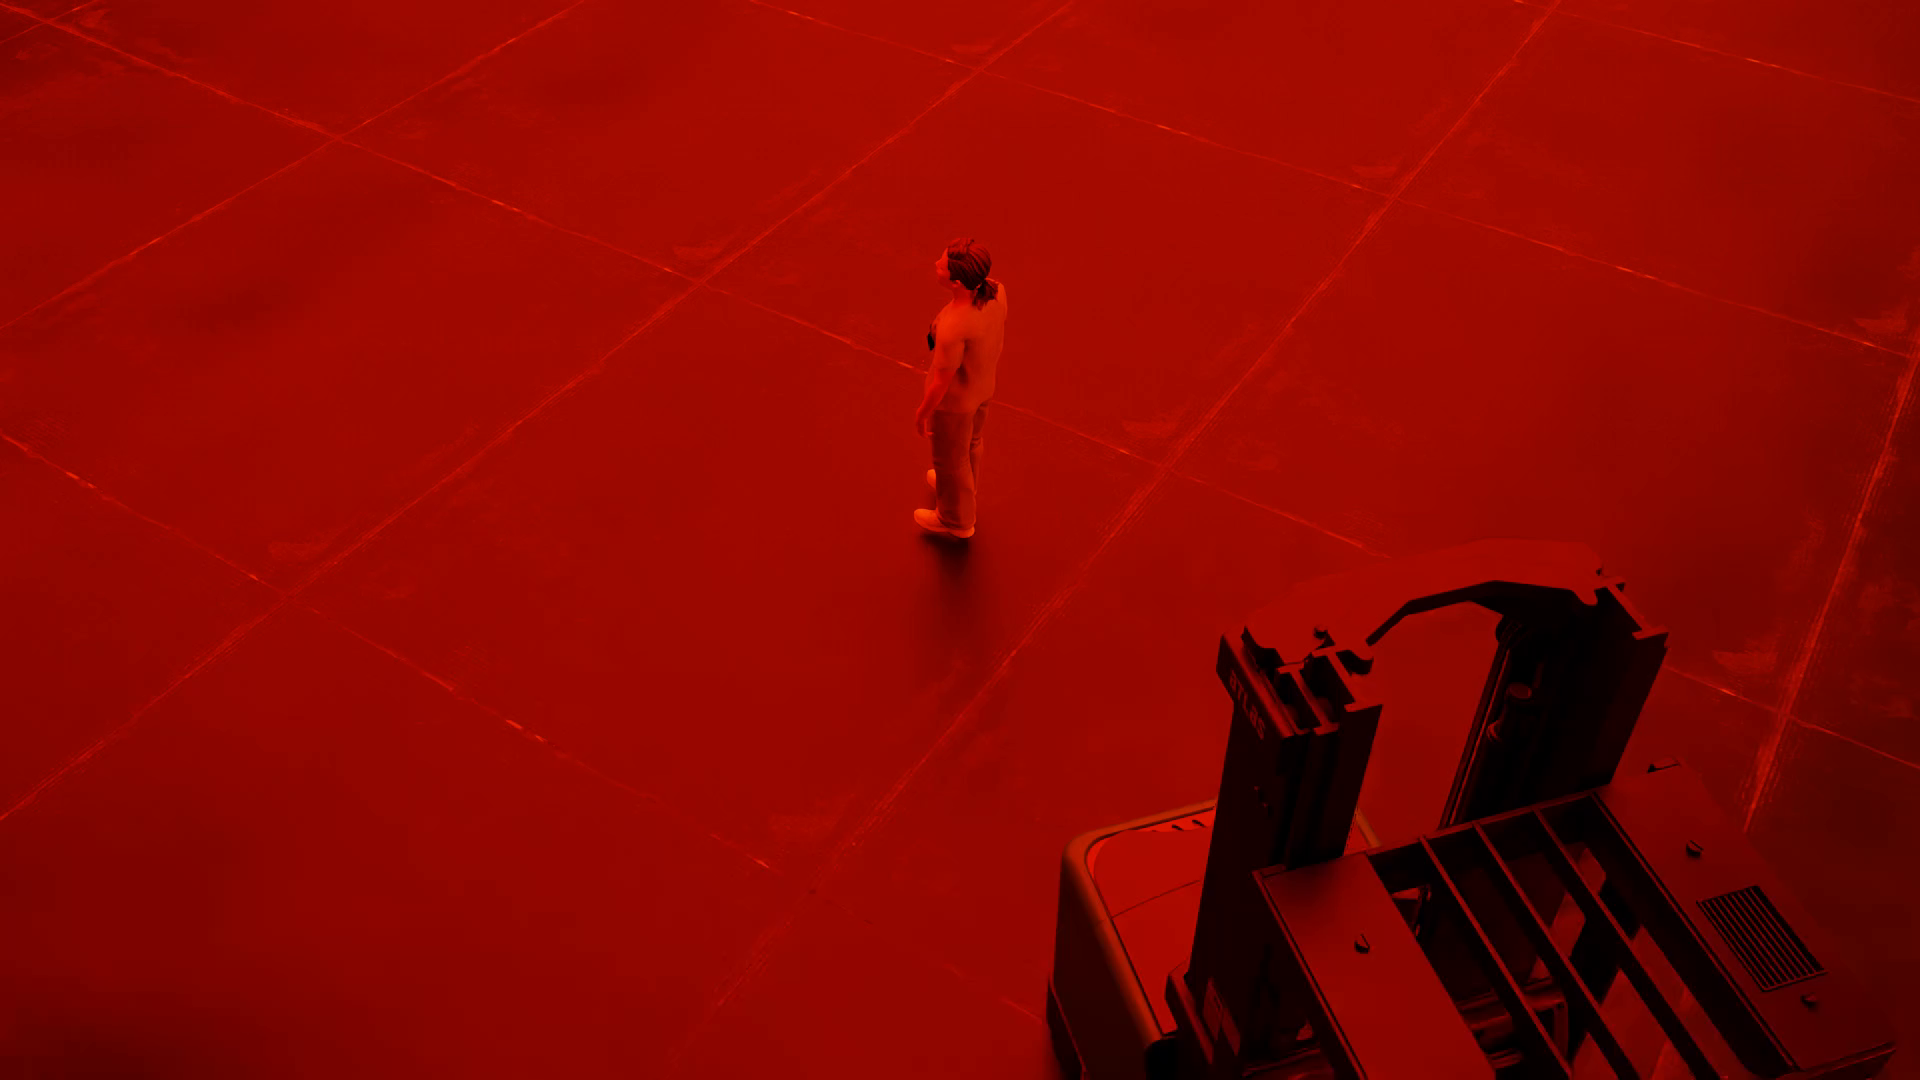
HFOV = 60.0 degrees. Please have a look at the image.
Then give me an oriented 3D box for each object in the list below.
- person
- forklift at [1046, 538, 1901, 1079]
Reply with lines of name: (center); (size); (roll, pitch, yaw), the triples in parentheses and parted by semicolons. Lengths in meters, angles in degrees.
person: (-0.055, -0.677, 7.407); (0.547, 1.672, 0.550); (24, 48, 23)
forklift: (1.239, 1.553, 4.211); (1.130, 2.935, 3.031); (-12, 45, -13)
